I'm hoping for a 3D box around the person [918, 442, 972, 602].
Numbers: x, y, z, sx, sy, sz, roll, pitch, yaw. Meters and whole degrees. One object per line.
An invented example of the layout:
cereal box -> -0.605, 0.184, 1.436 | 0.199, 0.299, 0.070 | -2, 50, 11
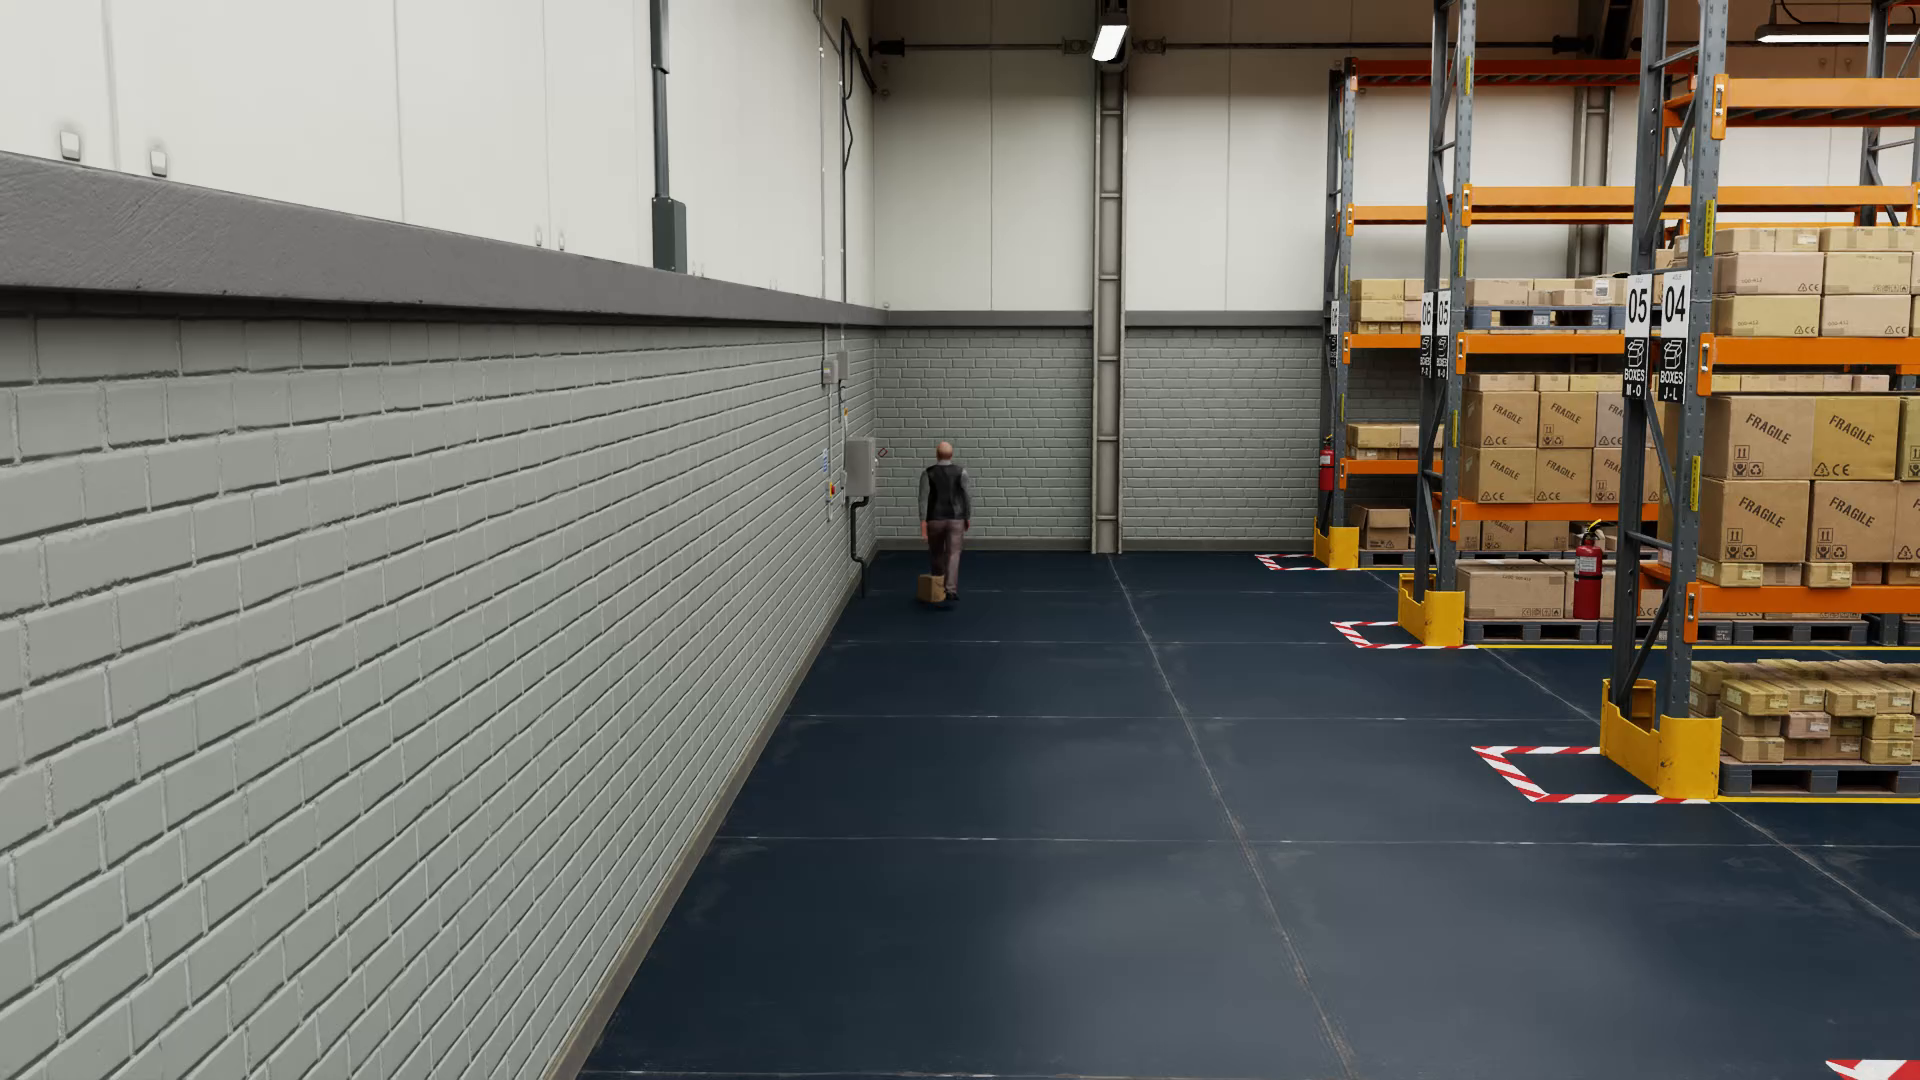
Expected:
person -> -0.154, -0.196, 17.449 | 0.549, 1.665, 1.096 | 1, 7, 5
